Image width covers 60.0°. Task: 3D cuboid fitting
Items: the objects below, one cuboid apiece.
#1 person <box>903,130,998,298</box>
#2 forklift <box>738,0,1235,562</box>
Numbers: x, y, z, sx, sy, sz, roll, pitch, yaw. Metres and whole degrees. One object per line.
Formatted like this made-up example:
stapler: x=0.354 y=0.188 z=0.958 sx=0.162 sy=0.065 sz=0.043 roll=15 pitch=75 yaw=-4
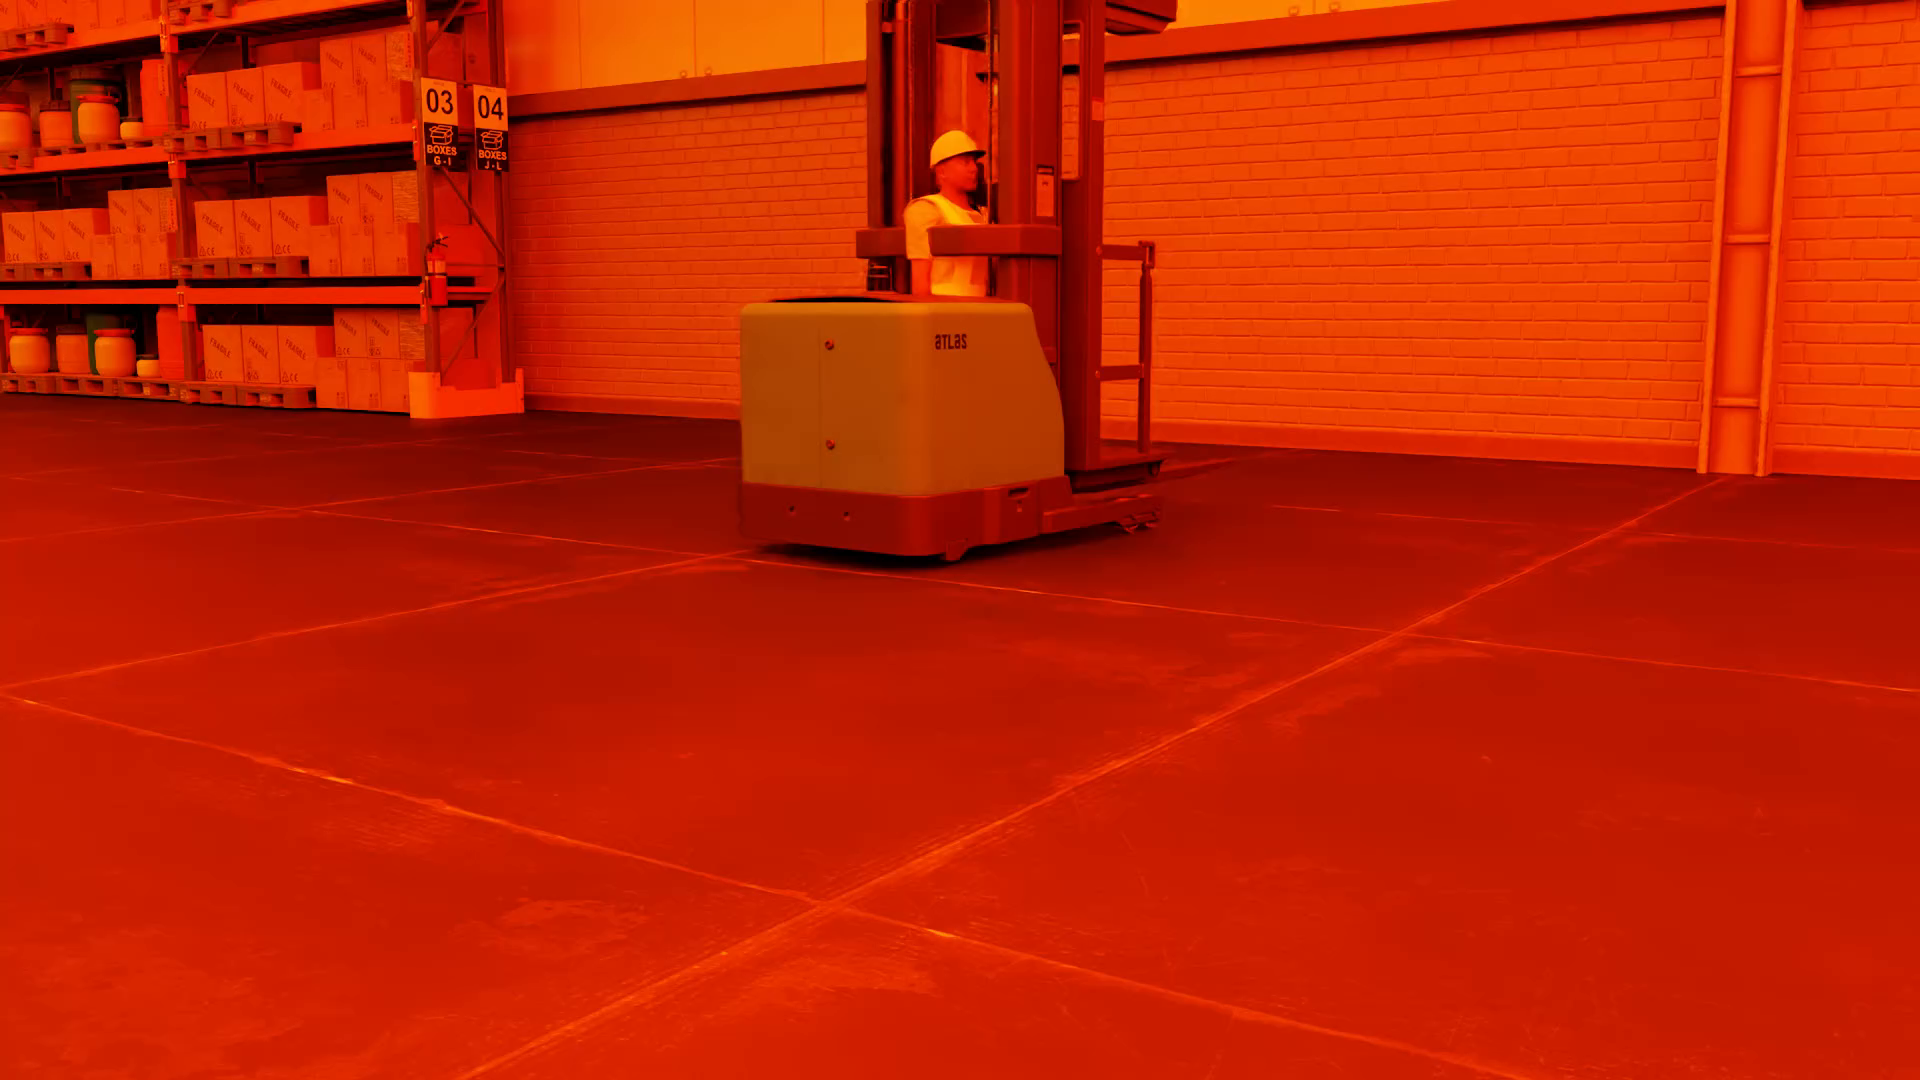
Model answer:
person: x=0.059 y=-0.920 z=7.435 sx=0.509 sy=1.790 sz=0.543 roll=5 pitch=10 yaw=34
forklift: x=0.327 y=-1.524 z=7.907 sx=1.130 sy=2.935 sz=3.031 roll=6 pitch=10 yaw=36
